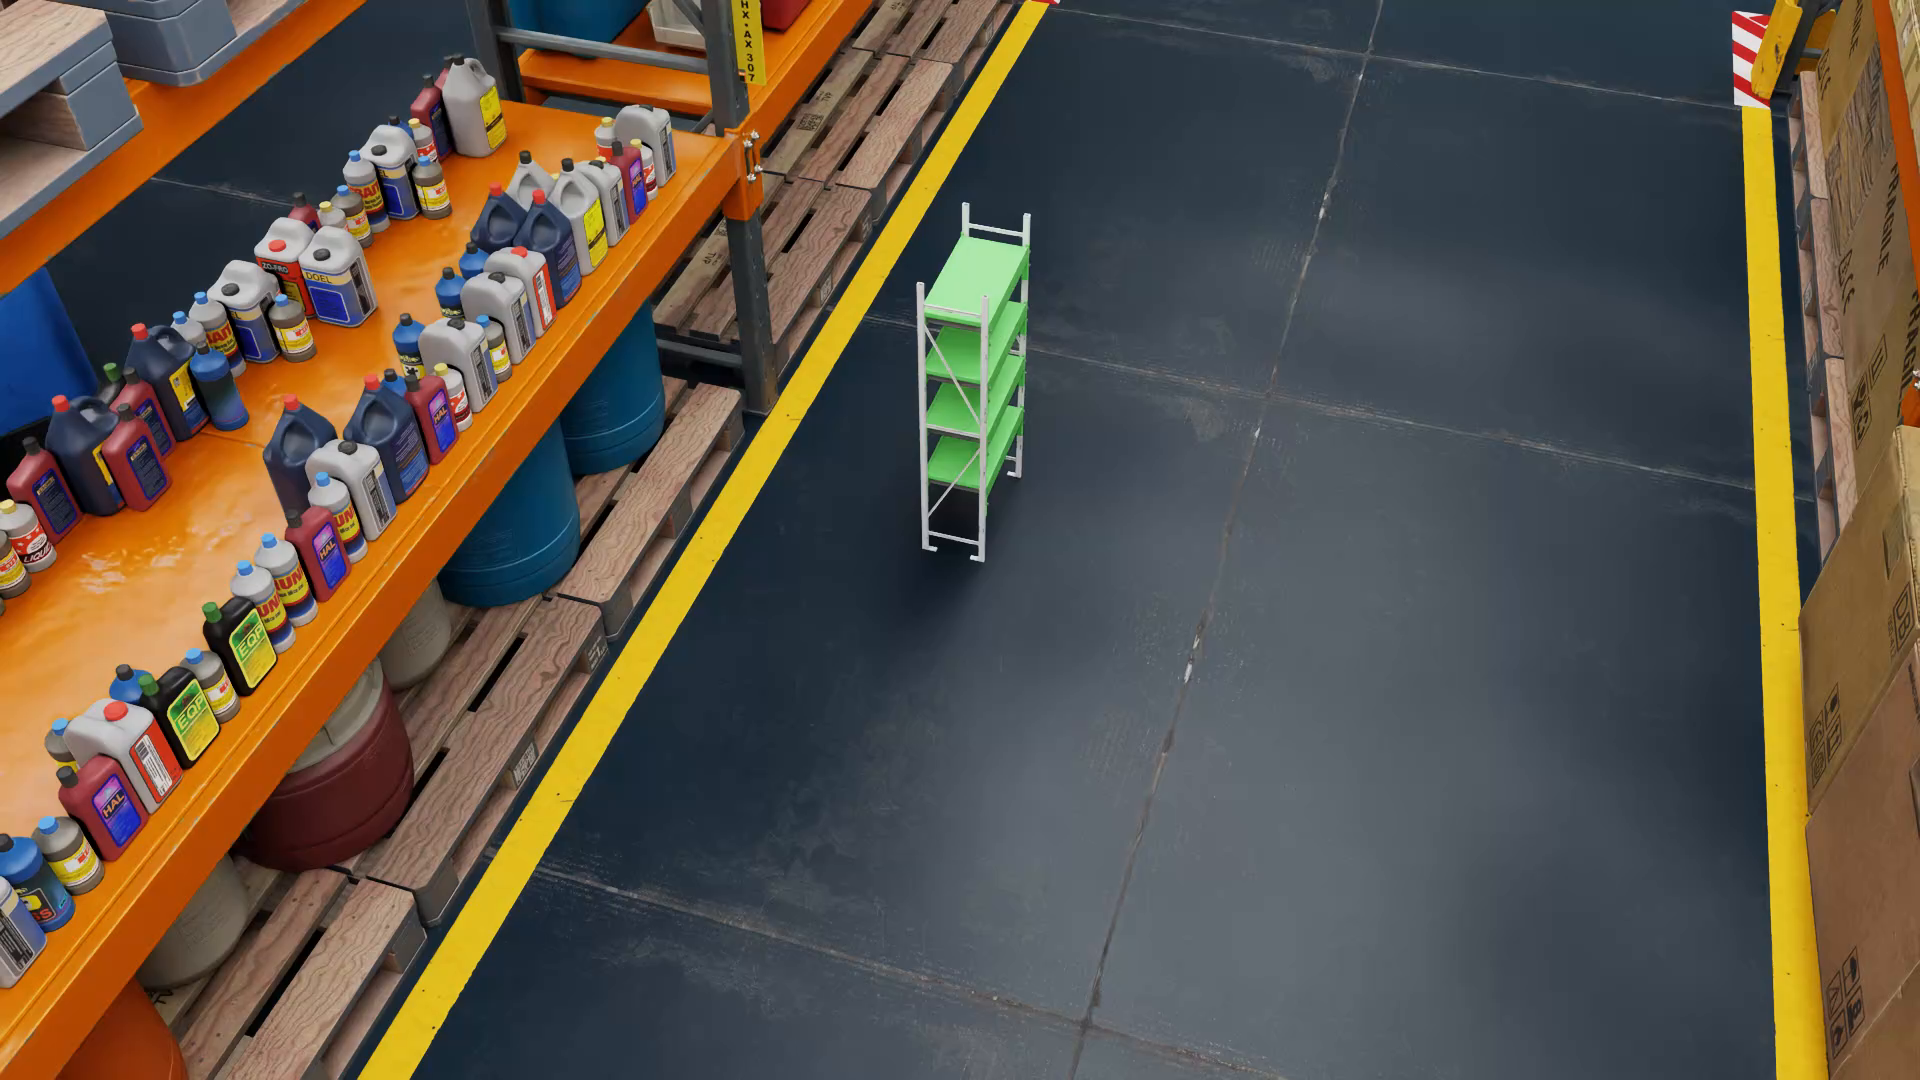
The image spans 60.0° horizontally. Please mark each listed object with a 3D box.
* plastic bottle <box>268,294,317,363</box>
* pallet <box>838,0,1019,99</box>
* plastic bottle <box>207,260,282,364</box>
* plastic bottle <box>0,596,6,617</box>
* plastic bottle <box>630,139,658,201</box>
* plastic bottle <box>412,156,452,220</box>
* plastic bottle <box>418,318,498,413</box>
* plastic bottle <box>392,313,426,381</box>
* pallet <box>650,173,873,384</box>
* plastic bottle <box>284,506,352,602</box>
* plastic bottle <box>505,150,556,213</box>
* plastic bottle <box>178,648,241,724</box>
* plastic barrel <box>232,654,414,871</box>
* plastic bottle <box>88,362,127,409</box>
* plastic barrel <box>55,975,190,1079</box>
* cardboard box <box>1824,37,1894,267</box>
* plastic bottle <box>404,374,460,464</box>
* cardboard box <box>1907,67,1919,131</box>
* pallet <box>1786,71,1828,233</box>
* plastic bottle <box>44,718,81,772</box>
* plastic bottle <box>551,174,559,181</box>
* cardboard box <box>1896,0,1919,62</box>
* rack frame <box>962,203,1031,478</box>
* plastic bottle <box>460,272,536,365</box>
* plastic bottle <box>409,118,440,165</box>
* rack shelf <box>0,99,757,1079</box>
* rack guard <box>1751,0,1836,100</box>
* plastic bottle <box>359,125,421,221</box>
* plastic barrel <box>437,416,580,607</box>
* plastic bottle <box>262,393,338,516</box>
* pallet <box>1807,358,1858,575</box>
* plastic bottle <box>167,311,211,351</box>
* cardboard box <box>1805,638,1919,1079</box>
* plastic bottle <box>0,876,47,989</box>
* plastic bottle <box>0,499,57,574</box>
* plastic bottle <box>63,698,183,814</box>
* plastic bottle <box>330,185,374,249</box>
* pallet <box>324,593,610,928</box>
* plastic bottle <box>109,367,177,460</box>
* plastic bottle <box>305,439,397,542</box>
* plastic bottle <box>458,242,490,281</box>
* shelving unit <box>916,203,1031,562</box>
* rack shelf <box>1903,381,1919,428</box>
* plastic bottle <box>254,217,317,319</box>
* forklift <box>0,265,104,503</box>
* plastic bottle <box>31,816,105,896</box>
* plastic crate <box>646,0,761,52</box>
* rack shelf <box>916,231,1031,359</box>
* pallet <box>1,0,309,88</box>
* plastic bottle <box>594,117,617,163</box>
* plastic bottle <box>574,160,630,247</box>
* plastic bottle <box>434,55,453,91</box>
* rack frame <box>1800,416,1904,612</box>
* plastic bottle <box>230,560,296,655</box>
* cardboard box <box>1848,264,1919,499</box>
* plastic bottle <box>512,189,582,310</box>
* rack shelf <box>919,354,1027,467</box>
[{"bbox_3d":[-1.969,-0.631,4.892,0.097,0.201,0.097,0,44,0],"label":"plastic bottle"},{"bbox_3d":[-0.315,-2.843,9.005,1.003,0.211,1.213,13,46,13],"label":"pallet"},{"bbox_3d":[-2.093,-0.671,4.880,0.152,0.276,0.135,13,46,13],"label":"plastic bottle"},{"bbox_3d":[-2.465,0.111,4.134,0.097,0.201,0.097,0,44,0],"label":"plastic bottle"},{"bbox_3d":[-1.060,-1.230,5.504,0.097,0.201,0.097,0,44,0],"label":"plastic bottle"},{"bbox_3d":[-1.729,-1.158,5.431,0.097,0.201,0.097,0,44,0],"label":"plastic bottle"},{"bbox_3d":[-1.425,-0.516,4.721,0.152,0.276,0.135,13,46,13],"label":"plastic bottle"},{"bbox_3d":[-1.550,-0.528,4.737,0.097,0.271,0.097,0,44,0],"label":"plastic bottle"},{"bbox_3d":[-1.054,-1.217,7.343,1.003,0.211,1.213,13,46,13],"label":"pallet"},{"bbox_3d":[-1.618,0.012,4.176,0.061,0.283,0.133,13,46,13],"label":"plastic bottle"},{"bbox_3d":[-1.343,-1.046,5.210,0.144,0.351,0.185,13,46,13],"label":"plastic bottle"},{"bbox_3d":[-1.770,0.333,3.907,0.097,0.201,0.097,0,44,0],"label":"plastic bottle"},{"bbox_3d":[-1.977,0.580,4.936,0.600,0.588,0.708,13,46,13],"label":"plastic barrel"},{"bbox_3d":[-2.292,-0.341,4.537,0.061,0.283,0.133,13,46,13],"label":"plastic bottle"},{"bbox_3d":[-2.319,1.247,4.082,0.600,0.830,0.708,13,46,13],"label":"plastic barrel"},{"bbox_3d":[4.299,-1.673,7.034,0.875,0.875,0.875,13,46,13],"label":"cardboard box"},{"bbox_3d":[-1.452,-0.354,4.551,0.061,0.283,0.133,13,46,13],"label":"plastic bottle"},{"bbox_3d":[3.572,-1.535,5.854,0.380,0.149,0.250,13,46,13],"label":"cardboard box"},{"bbox_3d":[4.525,-1.786,7.924,1.003,0.211,1.213,13,46,13],"label":"pallet"},{"bbox_3d":[-1.996,0.480,3.757,0.097,0.201,0.097,0,44,0],"label":"plastic bottle"},{"bbox_3d":[-1.286,-1.083,5.355,0.097,0.201,0.097,0,44,0],"label":"plastic bottle"},{"bbox_3d":[3.728,-1.875,6.201,0.380,0.149,0.250,13,46,13],"label":"cardboard box"},{"bbox_3d":[0.124,-0.702,6.109,0.240,1.200,0.015,13,46,13],"label":"rack frame"},{"bbox_3d":[-1.355,-0.670,4.879,0.152,0.276,0.135,13,46,13],"label":"plastic bottle"},{"bbox_3d":[-1.815,-1.320,5.597,0.097,0.201,0.097,0,44,0],"label":"plastic bottle"},{"bbox_3d":[-1.845,-0.125,4.747,1.077,0.370,4.000,13,46,13],"label":"rack shelf"},{"bbox_3d":[4.699,-2.455,8.401,1.175,0.500,0.348,13,46,13],"label":"rack guard"},{"bbox_3d":[-1.854,-1.199,5.419,0.152,0.276,0.135,13,46,13],"label":"plastic bottle"},{"bbox_3d":[-1.635,-0.284,5.596,0.600,0.901,0.708,13,46,13],"label":"plastic barrel"},{"bbox_3d":[-1.725,-0.224,4.369,0.144,0.351,0.185,13,46,13],"label":"plastic bottle"},{"bbox_3d":[3.786,-0.160,6.262,1.003,0.211,1.213,13,46,13],"label":"pallet"},{"bbox_3d":[-2.184,-0.533,4.742,0.097,0.271,0.097,0,44,0],"label":"plastic bottle"},{"bbox_3d":[3.036,0.970,4.333,1.225,0.875,0.875,11,45,11],"label":"cardboard box"},{"bbox_3d":[-2.012,0.775,3.402,0.152,0.276,0.135,13,46,13],"label":"plastic bottle"},{"bbox_3d":[-2.406,-0.019,4.267,0.097,0.201,0.097,0,44,0],"label":"plastic bottle"},{"bbox_3d":[-1.872,0.467,3.717,0.152,0.276,0.135,13,46,13],"label":"plastic bottle"},{"bbox_3d":[-1.944,-1.036,5.306,0.097,0.201,0.097,0,44,0],"label":"plastic bottle"},{"bbox_3d":[-1.881,0.603,5.483,1.003,0.211,1.213,13,46,13],"label":"pallet"},{"bbox_3d":[-2.234,-0.328,4.524,0.061,0.283,0.133,13,46,13],"label":"plastic bottle"},{"bbox_3d":[-1.592,-0.149,4.346,0.152,0.276,0.135,13,46,13],"label":"plastic bottle"},{"bbox_3d":[-1.439,-0.772,4.987,0.097,0.271,0.097,0,44,0],"label":"plastic bottle"},{"bbox_3d":[0.050,-0.539,5.943,0.258,1.200,0.503,13,46,13],"label":"shelving unit"},{"bbox_3d":[2.875,0.924,3.675,1.077,0.370,4.000,13,46,13],"label":"rack shelf"},{"bbox_3d":[-2.023,-0.826,5.038,0.152,0.276,0.135,13,46,13],"label":"plastic bottle"},{"bbox_3d":[-4.754,-0.987,5.163,3.031,2.935,1.130,-31,52,-27],"label":"forklift"},{"bbox_3d":[-1.921,0.666,3.567,0.097,0.201,0.097,0,44,0],"label":"plastic bottle"},{"bbox_3d":[-0.962,-1.922,6.215,0.396,0.136,0.243,13,46,13],"label":"plastic crate"},{"bbox_3d":[0.050,-0.837,5.652,0.258,0.148,0.480,13,46,13],"label":"rack shelf"},{"bbox_3d":[-1.724,-1.420,3.547,1.003,0.211,1.213,13,46,13],"label":"pallet"},{"bbox_3d":[-1.175,-1.327,5.603,0.097,0.201,0.097,0,44,0],"label":"plastic bottle"},{"bbox_3d":[-1.161,-1.096,5.314,0.152,0.276,0.135,13,46,13],"label":"plastic bottle"},{"bbox_3d":[-1.757,-1.519,5.741,0.061,0.283,0.133,13,46,13],"label":"plastic bottle"},{"bbox_3d":[3.481,-0.666,4.786,1.000,3.000,0.127,13,46,13],"label":"rack frame"},{"bbox_3d":[-1.700,0.154,4.039,0.097,0.271,0.097,0,44,0],"label":"plastic bottle"},{"bbox_3d":[3.757,-0.480,5.814,0.875,0.875,0.875,13,46,13],"label":"cardboard box"},{"bbox_3d":[-1.262,-0.892,5.052,0.144,0.351,0.185,13,46,13],"label":"plastic bottle"},{"bbox_3d":[0.050,-0.493,5.988,0.258,0.148,0.480,13,46,13],"label":"rack shelf"}]
